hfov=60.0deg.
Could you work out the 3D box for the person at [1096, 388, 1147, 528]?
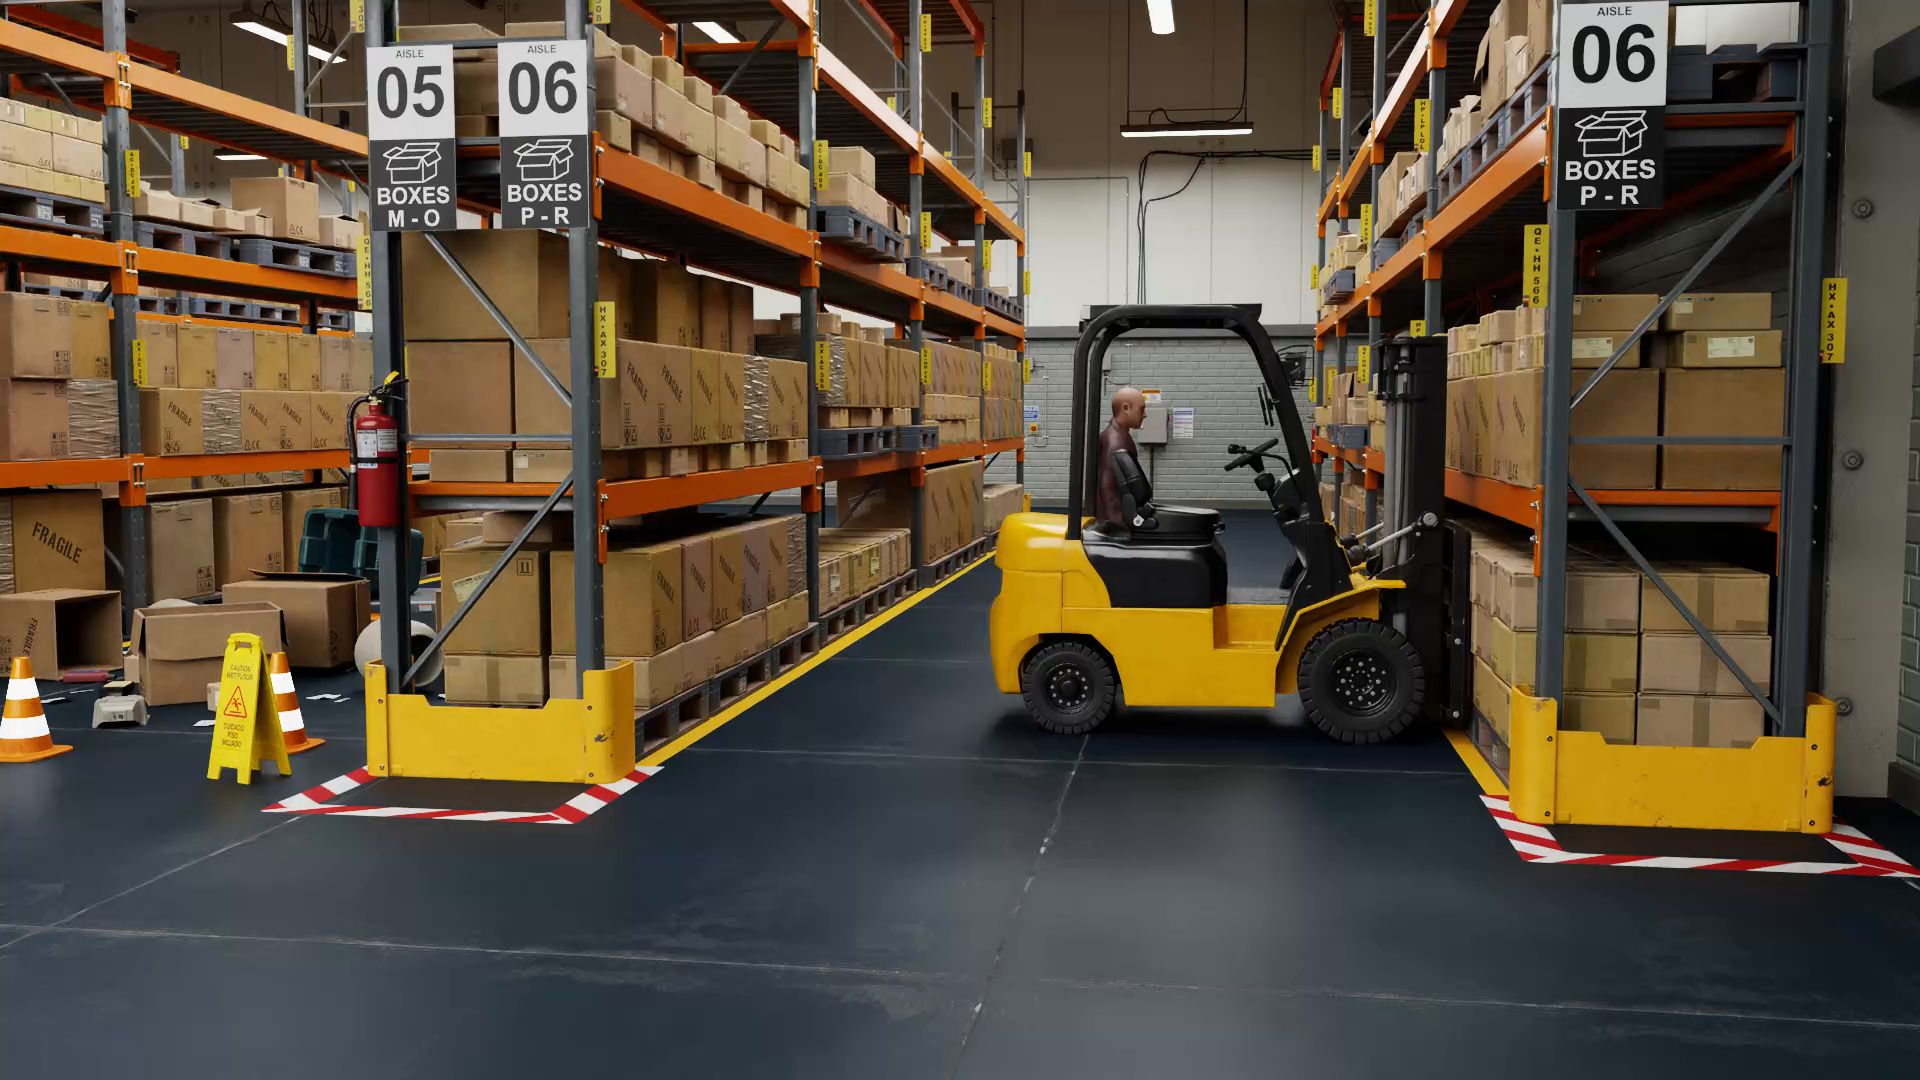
[{"bbox_3d":[0.998,-0.062,10.404,0.428,1.773,0.643,1,4,9],"label":"person"}]
